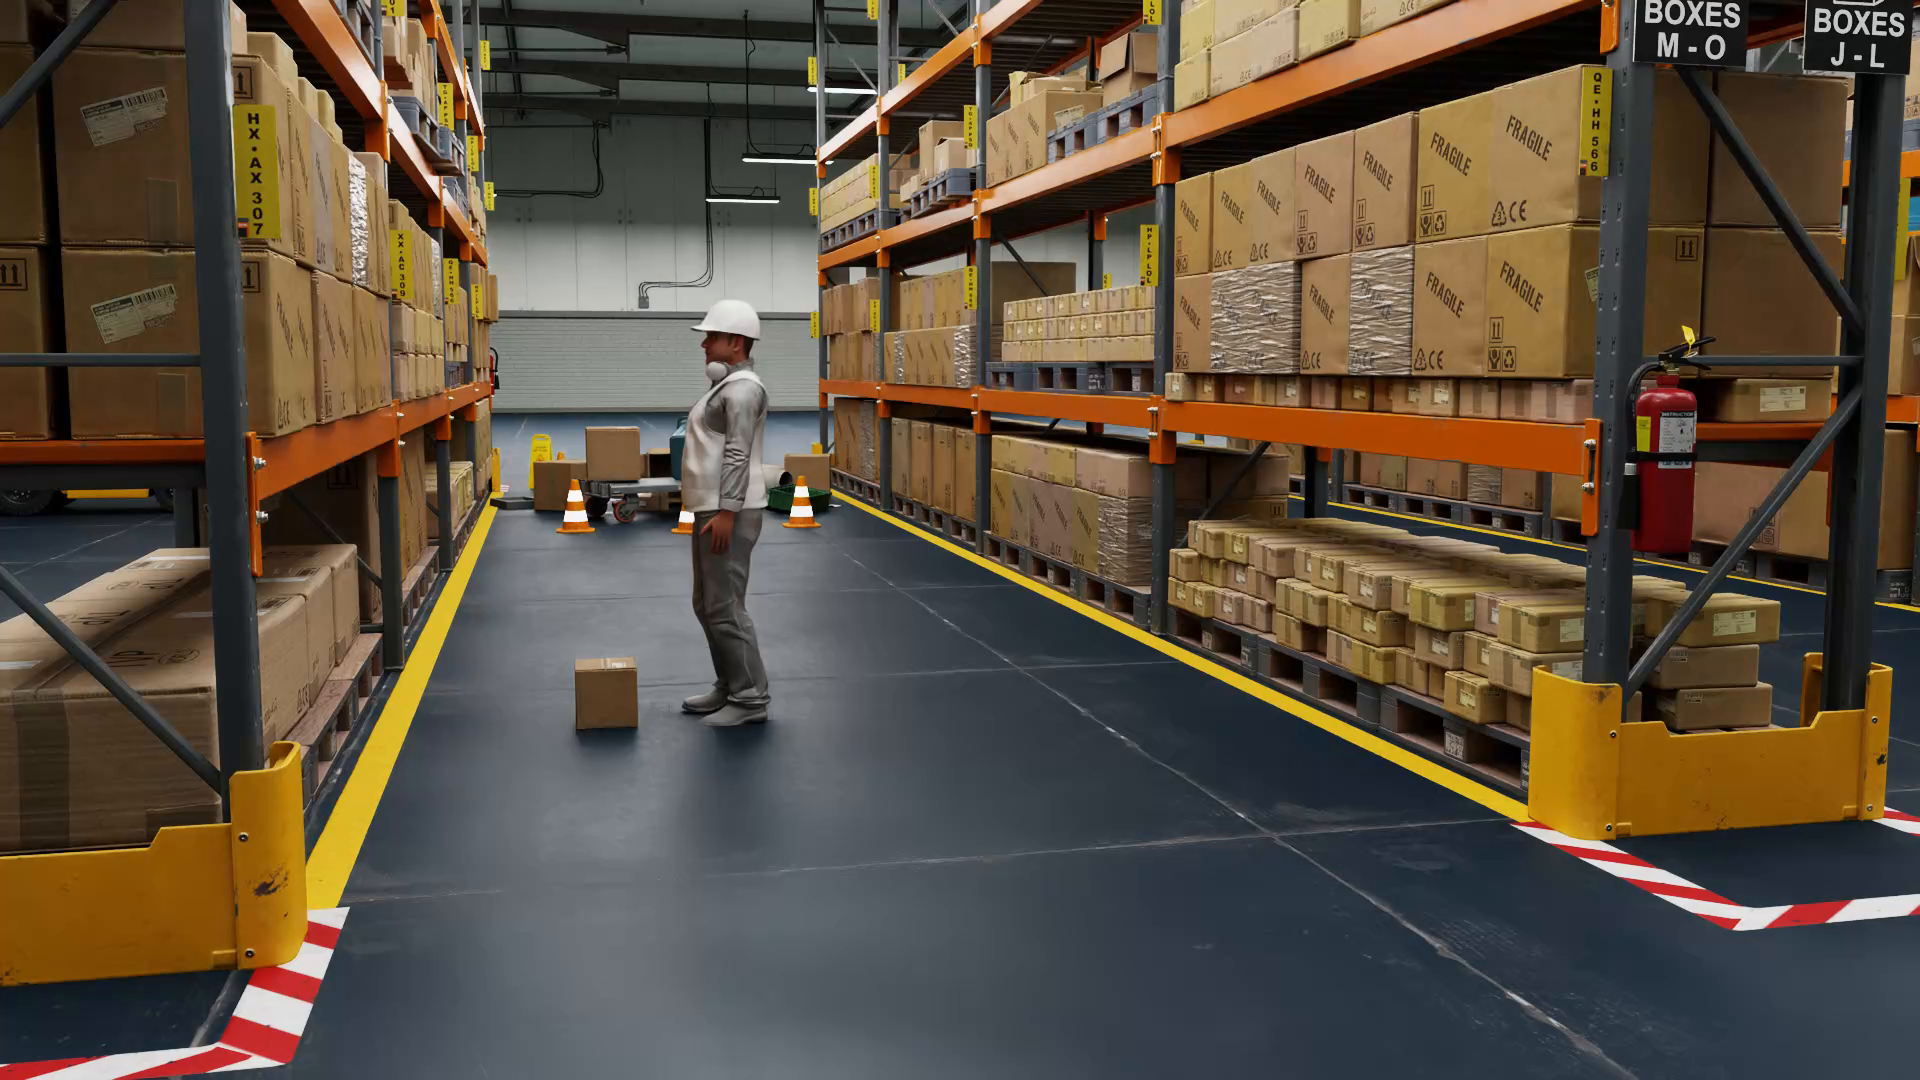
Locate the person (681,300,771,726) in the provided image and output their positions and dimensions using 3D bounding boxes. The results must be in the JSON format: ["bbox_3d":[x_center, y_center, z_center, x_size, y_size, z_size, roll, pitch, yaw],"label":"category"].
[{"bbox_3d":[-0.992,-0.110,7.000,0.366,1.789,0.534,-1,6,-13],"label":"person"}]
